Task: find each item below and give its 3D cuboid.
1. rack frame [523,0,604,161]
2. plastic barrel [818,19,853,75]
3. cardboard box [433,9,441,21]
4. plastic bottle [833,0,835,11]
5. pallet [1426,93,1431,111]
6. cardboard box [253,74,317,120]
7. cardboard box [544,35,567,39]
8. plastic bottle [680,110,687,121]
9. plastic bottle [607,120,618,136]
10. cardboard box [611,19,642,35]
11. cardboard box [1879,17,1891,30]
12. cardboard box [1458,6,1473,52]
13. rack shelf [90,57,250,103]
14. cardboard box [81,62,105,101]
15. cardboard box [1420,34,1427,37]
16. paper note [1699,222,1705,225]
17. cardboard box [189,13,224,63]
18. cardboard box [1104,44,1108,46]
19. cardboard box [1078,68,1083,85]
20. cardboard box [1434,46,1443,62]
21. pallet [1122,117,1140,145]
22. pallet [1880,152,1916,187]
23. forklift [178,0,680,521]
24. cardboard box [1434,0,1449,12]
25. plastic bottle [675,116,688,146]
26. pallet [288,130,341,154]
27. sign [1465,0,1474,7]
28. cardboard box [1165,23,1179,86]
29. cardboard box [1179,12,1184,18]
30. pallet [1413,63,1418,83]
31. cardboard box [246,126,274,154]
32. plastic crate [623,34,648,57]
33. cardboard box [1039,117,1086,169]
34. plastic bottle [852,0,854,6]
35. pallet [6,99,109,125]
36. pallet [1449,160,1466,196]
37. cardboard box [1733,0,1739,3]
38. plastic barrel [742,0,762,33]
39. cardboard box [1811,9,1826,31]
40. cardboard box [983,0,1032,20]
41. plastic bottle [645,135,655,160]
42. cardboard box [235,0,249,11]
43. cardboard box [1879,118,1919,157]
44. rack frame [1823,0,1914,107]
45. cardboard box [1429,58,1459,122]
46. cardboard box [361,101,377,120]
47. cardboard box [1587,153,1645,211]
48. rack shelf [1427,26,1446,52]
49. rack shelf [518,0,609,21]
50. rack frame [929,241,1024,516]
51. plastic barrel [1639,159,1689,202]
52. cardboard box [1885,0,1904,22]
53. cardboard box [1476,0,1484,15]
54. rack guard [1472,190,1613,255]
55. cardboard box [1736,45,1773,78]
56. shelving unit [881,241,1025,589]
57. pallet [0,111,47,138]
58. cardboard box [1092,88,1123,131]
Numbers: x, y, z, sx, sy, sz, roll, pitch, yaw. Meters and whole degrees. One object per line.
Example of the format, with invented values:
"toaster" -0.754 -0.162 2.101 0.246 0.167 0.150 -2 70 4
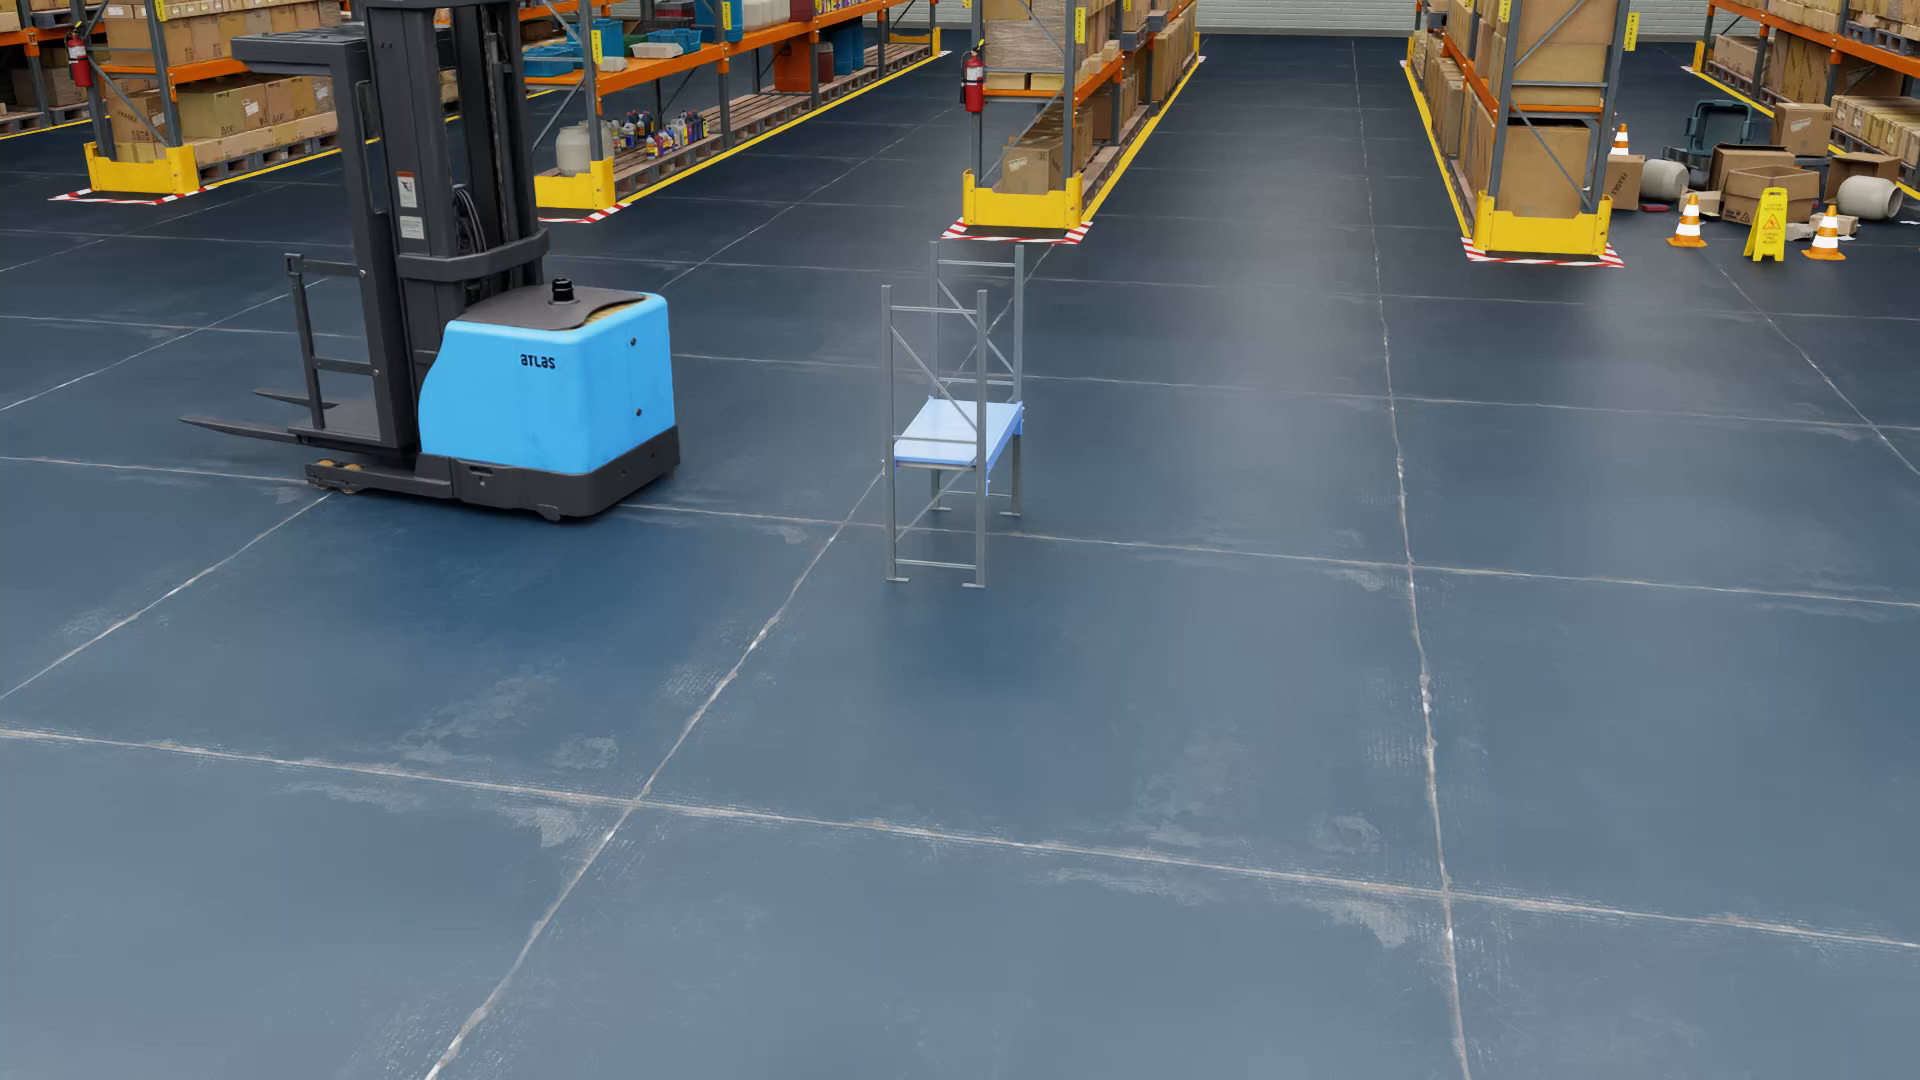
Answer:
"rack frame" -4.236 -4.936 17.094 1.000 3.000 0.127 4 22 11
"plastic barrel" -2.059 -8.089 27.170 0.600 0.901 0.708 4 22 11
"cardboard box" -7.778 -7.672 23.754 0.500 0.500 0.500 3 22 8
"plastic bottle" -1.979 -8.278 25.565 0.097 0.271 0.097 0 22 0
"pallet" 7.492 -6.506 24.725 1.003 0.211 1.213 4 22 11
"cardboard box" -8.360 -5.493 20.593 0.500 0.500 0.500 4 22 11
"cardboard box" -6.667 -8.182 27.911 0.500 0.500 0.500 5 22 12
"plastic bottle" -3.410 -5.127 20.527 0.144 0.351 0.185 4 22 11
"plastic bottle" -4.154 -4.818 19.758 0.144 0.351 0.185 5 23 13
"cardboard box" -6.257 -9.437 31.023 0.797 0.503 0.637 4 22 11
"cardboard box" 11.458 -6.312 20.284 0.380 0.149 0.250 6 23 14
"cardboard box" 6.212 -6.048 19.722 0.500 0.500 0.500 4 22 10
"rack shelf" -8.676 -5.712 19.985 1.077 0.370 4.000 4 22 11
"cardboard box" -12.928 -6.662 24.136 0.700 0.500 0.500 4 22 10
"cardboard box" 8.188 -8.688 28.868 0.380 0.149 0.250 3 22 8
"paper note" 7.422 -3.194 16.745 0.144 0.017 0.142 13 25 29
"cardboard box" -8.874 -5.723 18.915 0.700 0.500 0.500 5 22 12
"cardboard box" 1.503 -5.626 19.144 0.380 0.149 0.250 4 22 11
"cardboard box" 1.040 -4.708 16.864 0.380 0.149 0.250 4 22 11
"cardboard box" 7.056 -6.908 23.770 0.500 0.250 0.500 5 22 12
"pallet" 1.833 -5.460 22.128 1.003 0.211 1.213 4 22 11
"pallet" 11.288 -4.257 19.141 1.003 0.211 1.213 4 22 11
"forklift" -3.216 -1.796 9.390 3.031 2.935 1.130 8 23 20
"cardboard box" 6.731 -7.363 22.894 0.380 0.149 0.250 5 22 12
"plastic bottle" -3.374 -4.928 20.032 0.144 0.351 0.185 4 22 11
"pallet" -8.471 -5.196 21.474 1.003 0.211 1.213 4 22 11
"sign" 5.731 -6.144 18.650 0.100 0.325 0.005 4 22 11
"cardboard box" 2.769 -7.594 25.975 1.225 0.875 0.875 4 22 9
"cardboard box" 3.275 -8.391 27.956 0.875 0.875 0.875 4 22 11
"pallet" 8.246 -7.934 28.271 1.003 0.211 1.213 4 22 11
"cardboard box" -8.556 -4.779 19.823 0.500 0.250 0.500 4 22 11
"plastic crate" -3.973 -5.825 19.586 0.450 0.188 0.662 4 22 11
"cardboard box" 1.149 -4.470 18.721 0.500 0.500 0.500 2 22 6
"plastic bottle" -1.753 -8.652 26.586 0.097 0.201 0.097 0 22 0
"pallet" -12.961 -6.145 23.829 1.003 0.211 1.213 4 22 11
"pallet" 6.032 -4.040 18.603 1.003 0.211 1.213 4 22 11
"cardboard box" 12.917 -8.991 27.028 0.500 0.500 0.500 5 23 13
"plastic barrel" -2.860 -7.063 22.194 0.433 0.535 0.433 0 22 0
"cardboard box" 11.885 -7.052 22.548 0.500 0.250 0.500 5 22 12
"cardboard box" 0.483 -5.426 16.441 0.500 0.500 0.500 4 22 11
"plastic bottle" -3.561 -4.514 19.109 0.097 0.271 0.097 0 22 0
"cardboard box" -8.532 -6.260 19.380 0.380 0.149 0.250 4 22 10
"cardboard box" 11.379 -4.697 19.455 0.950 0.372 0.625 6 23 14
"rack frame" 11.947 -6.728 21.545 1.000 3.000 0.127 4 22 11
"cardboard box" 6.868 -6.004 22.196 1.050 0.750 0.750 4 22 10
"cardboard box" -7.943 -5.826 22.422 0.500 0.250 0.500 4 22 10
"cardboard box" 6.952 -3.802 17.621 0.500 0.500 0.500 8 23 20
"rack shelf" 7.488 -7.467 24.341 1.077 0.370 4.000 4 22 11
"rack shelf" -7.044 -8.638 27.250 1.077 0.370 4.000 4 22 11
"rack frame" 0.086 -0.850 8.958 0.500 1.500 0.032 4 22 11
"plastic barrel" 7.534 -3.879 17.919 0.421 0.421 0.512 -16 27 -35
"cardboard box" 11.318 -6.393 19.617 0.500 0.500 0.500 4 22 9
"cardboard box" 6.155 -6.044 18.200 0.875 0.550 0.550 4 22 11
"rack guard" 5.443 -2.975 15.571 1.175 0.500 0.348 4 22 11
"cardboard box" 13.178 -7.747 26.940 0.875 0.438 0.875 4 22 9
"shelving unit" -0.017 -0.664 8.496 0.538 1.500 1.048 4 22 11
"pallet" -13.221 -5.612 22.506 1.003 0.211 1.213 4 22 11
"cardboard box" 1.691 -5.462 21.156 0.700 0.500 0.500 4 22 11
